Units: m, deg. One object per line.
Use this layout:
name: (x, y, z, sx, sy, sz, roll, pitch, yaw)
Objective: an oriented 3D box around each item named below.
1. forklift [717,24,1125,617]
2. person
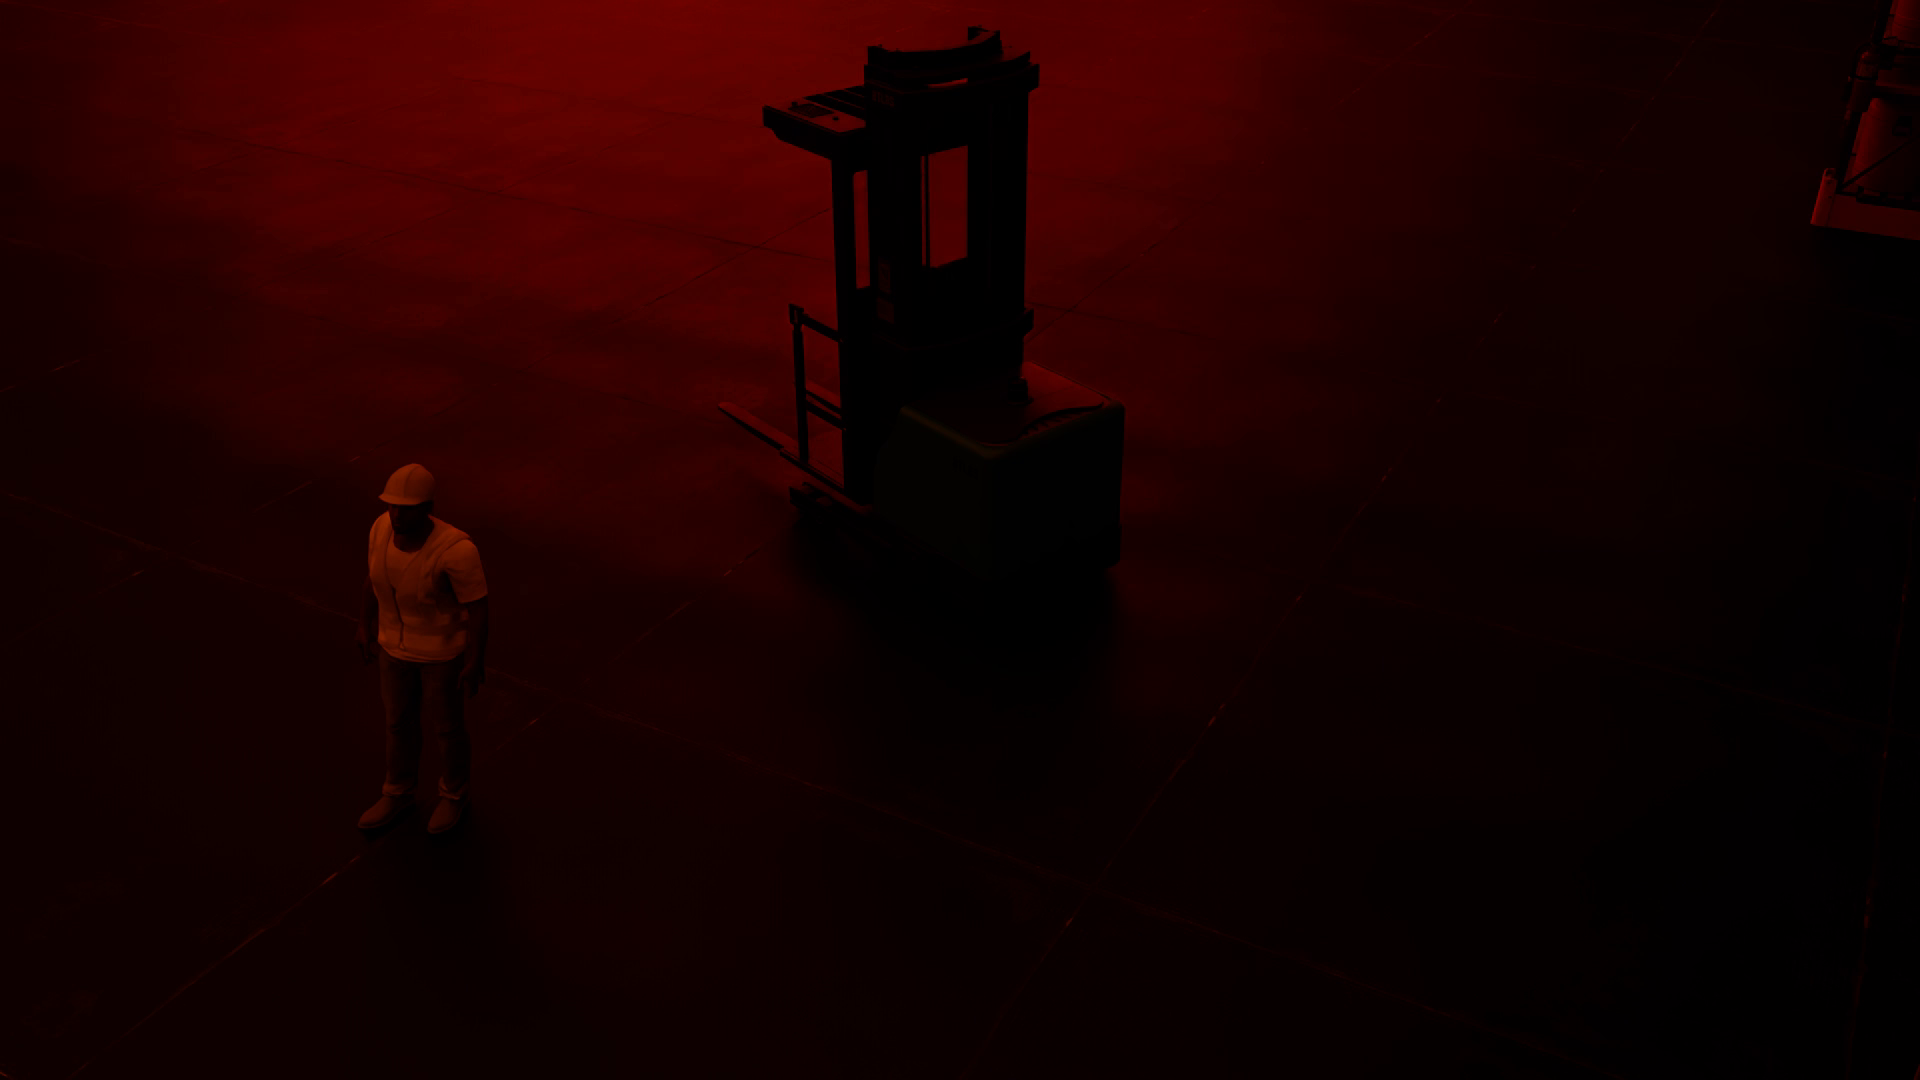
forklift: (-0.400, -1.509, 9.685, 1.130, 2.935, 3.031, -23, 37, -34)
person: (-2.413, 0.505, 7.351, 0.665, 1.768, 0.566, 12, 32, 19)
